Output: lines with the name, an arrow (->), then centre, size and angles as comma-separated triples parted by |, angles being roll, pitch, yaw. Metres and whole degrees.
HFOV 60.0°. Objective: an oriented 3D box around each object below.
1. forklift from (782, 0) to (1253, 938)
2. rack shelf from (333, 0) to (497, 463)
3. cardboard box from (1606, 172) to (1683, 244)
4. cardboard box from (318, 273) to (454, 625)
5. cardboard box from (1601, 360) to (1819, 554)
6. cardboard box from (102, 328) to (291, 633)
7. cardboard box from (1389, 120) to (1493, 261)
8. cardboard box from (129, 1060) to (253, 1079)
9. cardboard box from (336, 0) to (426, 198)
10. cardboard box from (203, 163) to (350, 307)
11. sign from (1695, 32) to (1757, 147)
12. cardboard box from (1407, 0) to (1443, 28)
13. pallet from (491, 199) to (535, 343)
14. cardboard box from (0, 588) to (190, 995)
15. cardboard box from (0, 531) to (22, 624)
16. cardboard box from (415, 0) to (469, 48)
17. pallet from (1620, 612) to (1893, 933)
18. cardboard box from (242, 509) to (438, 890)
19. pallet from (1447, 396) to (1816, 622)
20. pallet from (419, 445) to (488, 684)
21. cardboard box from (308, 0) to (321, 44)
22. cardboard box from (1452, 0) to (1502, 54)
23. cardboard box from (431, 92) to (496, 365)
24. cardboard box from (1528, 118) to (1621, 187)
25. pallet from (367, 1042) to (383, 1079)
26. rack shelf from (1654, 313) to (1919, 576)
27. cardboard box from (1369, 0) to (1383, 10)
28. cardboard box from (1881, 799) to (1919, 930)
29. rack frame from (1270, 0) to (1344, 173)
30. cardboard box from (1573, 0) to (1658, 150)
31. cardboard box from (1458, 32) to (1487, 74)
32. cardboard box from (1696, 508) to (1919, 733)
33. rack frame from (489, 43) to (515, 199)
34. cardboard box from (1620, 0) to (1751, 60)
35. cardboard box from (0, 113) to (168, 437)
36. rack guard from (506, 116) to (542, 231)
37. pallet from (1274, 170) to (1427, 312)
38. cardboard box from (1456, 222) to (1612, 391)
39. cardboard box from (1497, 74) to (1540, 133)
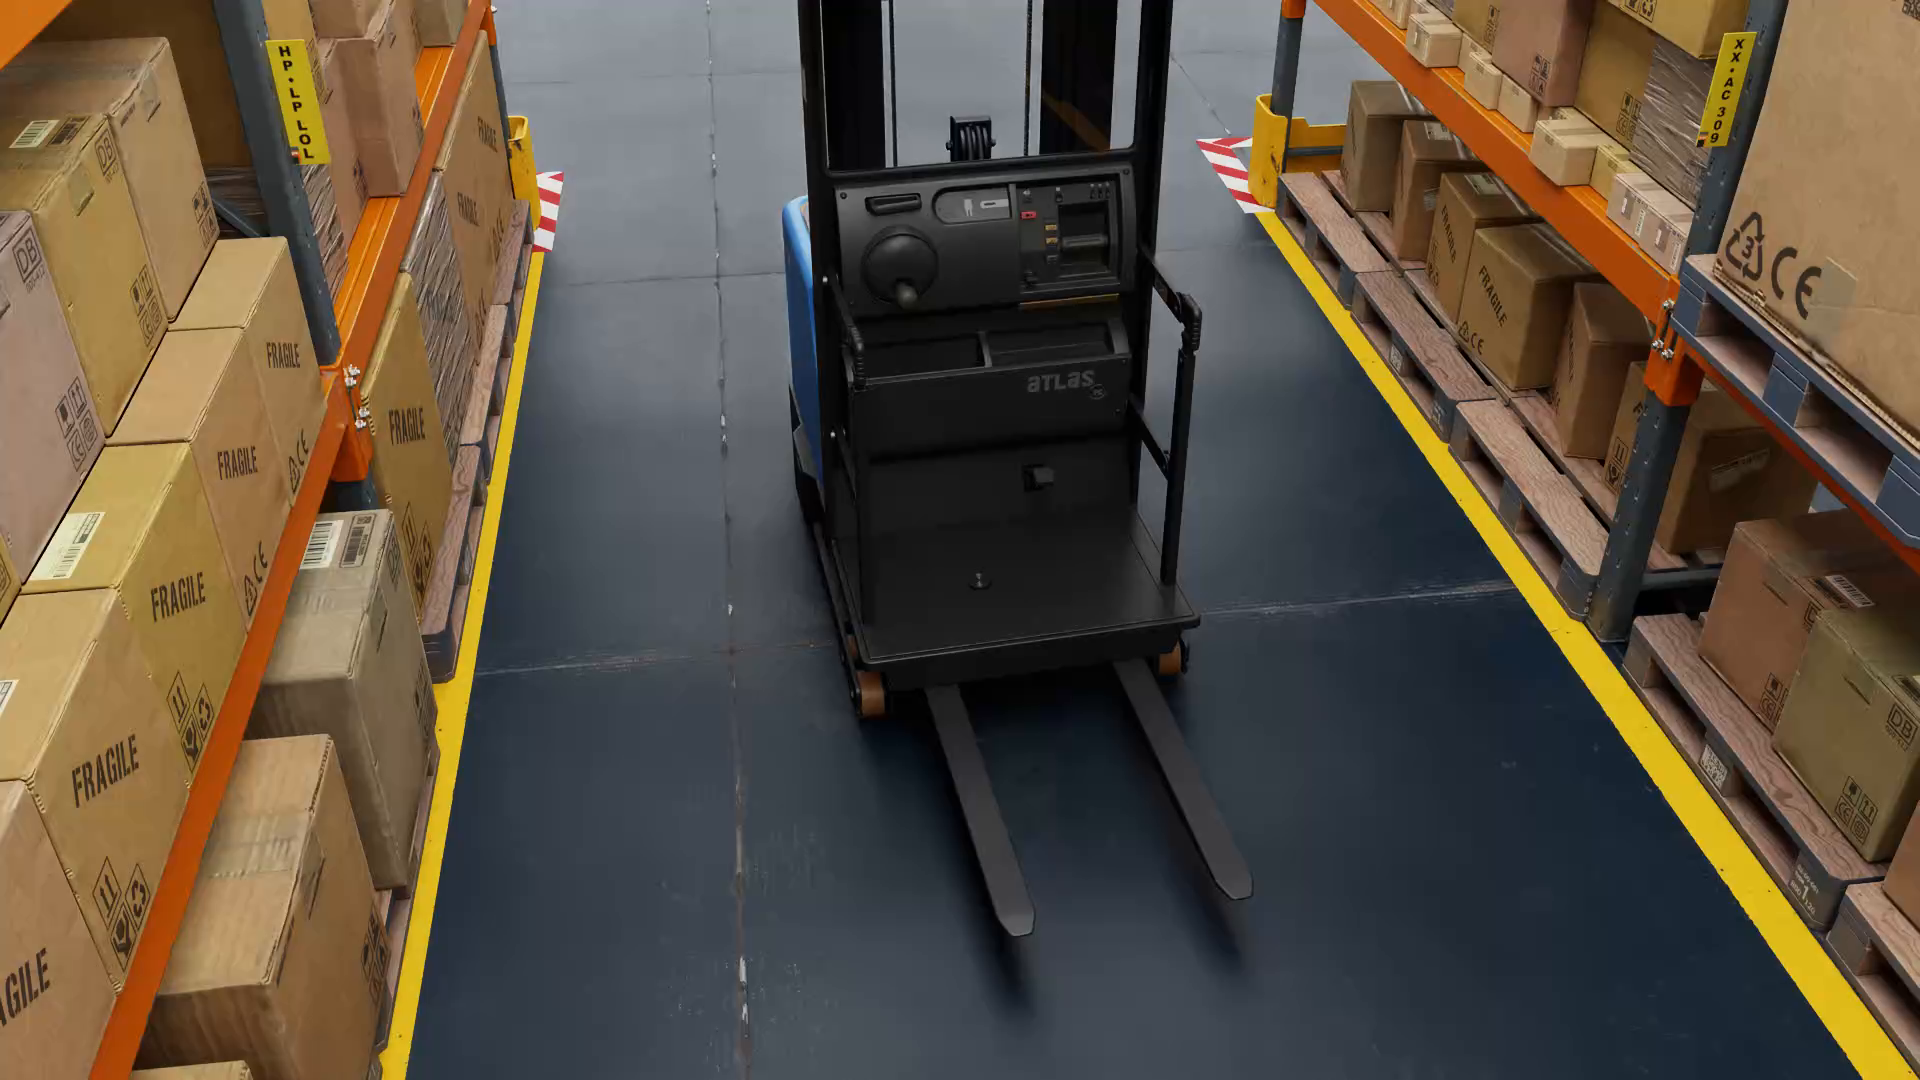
forklift -> 0.135, -0.865, 4.917 | 1.130, 2.935, 3.031 | -7, 35, -10
rack shelf -> -2.508, -1.449, 6.351 | 1.077, 0.370, 4.000 | -4, 35, -6
cardboard box -> 2.345, -1.083, 5.399 | 0.380, 0.149, 0.250 | -4, 35, -6
cardboard box -> -2.255, -0.282, 5.514 | 0.875, 0.875, 0.875 | -4, 34, -6
cardboard box -> 2.675, -0.316, 5.897 | 0.500, 0.500, 0.500 | -5, 35, -8
cardboard box -> -1.836, -0.118, 3.671 | 0.500, 0.500, 0.500 | -5, 35, -7
cardboard box -> 2.333, -1.641, 7.842 | 0.500, 0.500, 0.500 | 4, 35, 6
cardboard box -> -1.815, 1.524, 2.975 | 1.050, 0.750, 0.750 | -4, 34, -6
cardboard box -> -2.353, -1.512, 5.672 | 0.875, 0.550, 0.550 | -4, 35, -6
cardboard box -> -2.301, -0.897, 4.769 | 0.875, 0.550, 0.550 | -4, 35, -6
sign -> 2.153, -1.262, 4.669 | 0.100, 0.325, 0.005 | -4, 35, -6
cardboard box -> 2.128, -2.203, 7.043 | 0.380, 0.149, 0.250 | -4, 35, -6
pallet -> -2.592, -1.269, 7.925 | 1.003, 0.211, 1.213 | -4, 35, -6
cardboard box -> -1.698, 0.447, 2.842 | 0.500, 0.500, 0.500 | -5, 35, -7
cardboard box -> -1.961, 0.043, 2.547 | 0.700, 0.500, 0.500 | -5, 35, -7
cardboard box -> -2.587, -2.415, 6.997 | 0.875, 0.550, 0.550 | -4, 35, -6
pallet -> 2.795, 0.637, 5.127 | 1.003, 0.211, 1.213 | -4, 35, -6
cardboard box -> -2.067, 0.466, 4.528 | 1.050, 0.750, 0.750 | -5, 35, -7
pallet -> 2.564, -0.169, 6.311 | 1.003, 0.211, 1.213 | -4, 35, -6
pallet -> -2.264, 0.092, 5.927 | 1.003, 0.211, 1.213 | -4, 35, -6
cardboard box -> -2.444, -1.645, 4.908 | 0.875, 0.550, 0.550 | -4, 35, -6
cardboard box -> 2.464, -2.204, 6.468 | 0.875, 0.500, 0.500 | -4, 35, -6
cardboard box -> -2.500, -1.293, 6.998 | 0.875, 0.875, 0.875 | -5, 35, -7
cardboard box -> 2.227, -1.358, 5.803 | 0.380, 0.149, 0.250 | -4, 35, -6
pallet -> -1.894, 1.629, 3.671 | 1.003, 0.211, 1.213 | -4, 35, -6
rack shelf -> 2.958, 0.464, 3.544 | 1.077, 0.370, 4.000 | -4, 35, -6
cardboard box -> 2.041, -2.481, 7.450 | 0.380, 0.149, 0.250 | -4, 35, -6
cardboard box -> 2.872, 0.826, 4.203 | 0.700, 0.500, 0.500 | -7, 35, -10
rack frame -> 2.151, -3.181, 8.255 | 1.000, 3.000, 0.127 | -4, 35, -6
cardboard box -> 2.658, -1.651, 5.656 | 0.875, 0.500, 0.500 | -4, 35, -6
cardboard box -> 2.224, -1.927, 6.637 | 0.380, 0.149, 0.250 | -4, 35, -6
cardboard box -> 2.750, 0.246, 5.054 | 0.700, 0.500, 0.500 | -7, 35, -10
rack frame -> -2.777, -2.862, 7.786 | 1.000, 3.000, 0.127 | -4, 35, -6
cardboard box -> 2.356, -1.757, 4.924 | 0.500, 0.500, 0.500 | -4, 35, -6
cardboard box -> -2.096, -0.521, 3.374 | 0.700, 0.500, 0.500 | -5, 35, -7
rack guard -> -2.781, -1.843, 8.510 | 1.175, 0.500, 0.348 | -4, 35, -6
pallet -> 2.236, -1.531, 8.309 | 1.003, 0.211, 1.213 | -4, 35, -6
cardboard box -> 2.429, -0.976, 6.865 | 0.500, 0.500, 0.500 | -7, 35, -11
cardboard box -> 2.250, -1.644, 6.223 | 0.380, 0.149, 0.250 | -4, 35, -6
